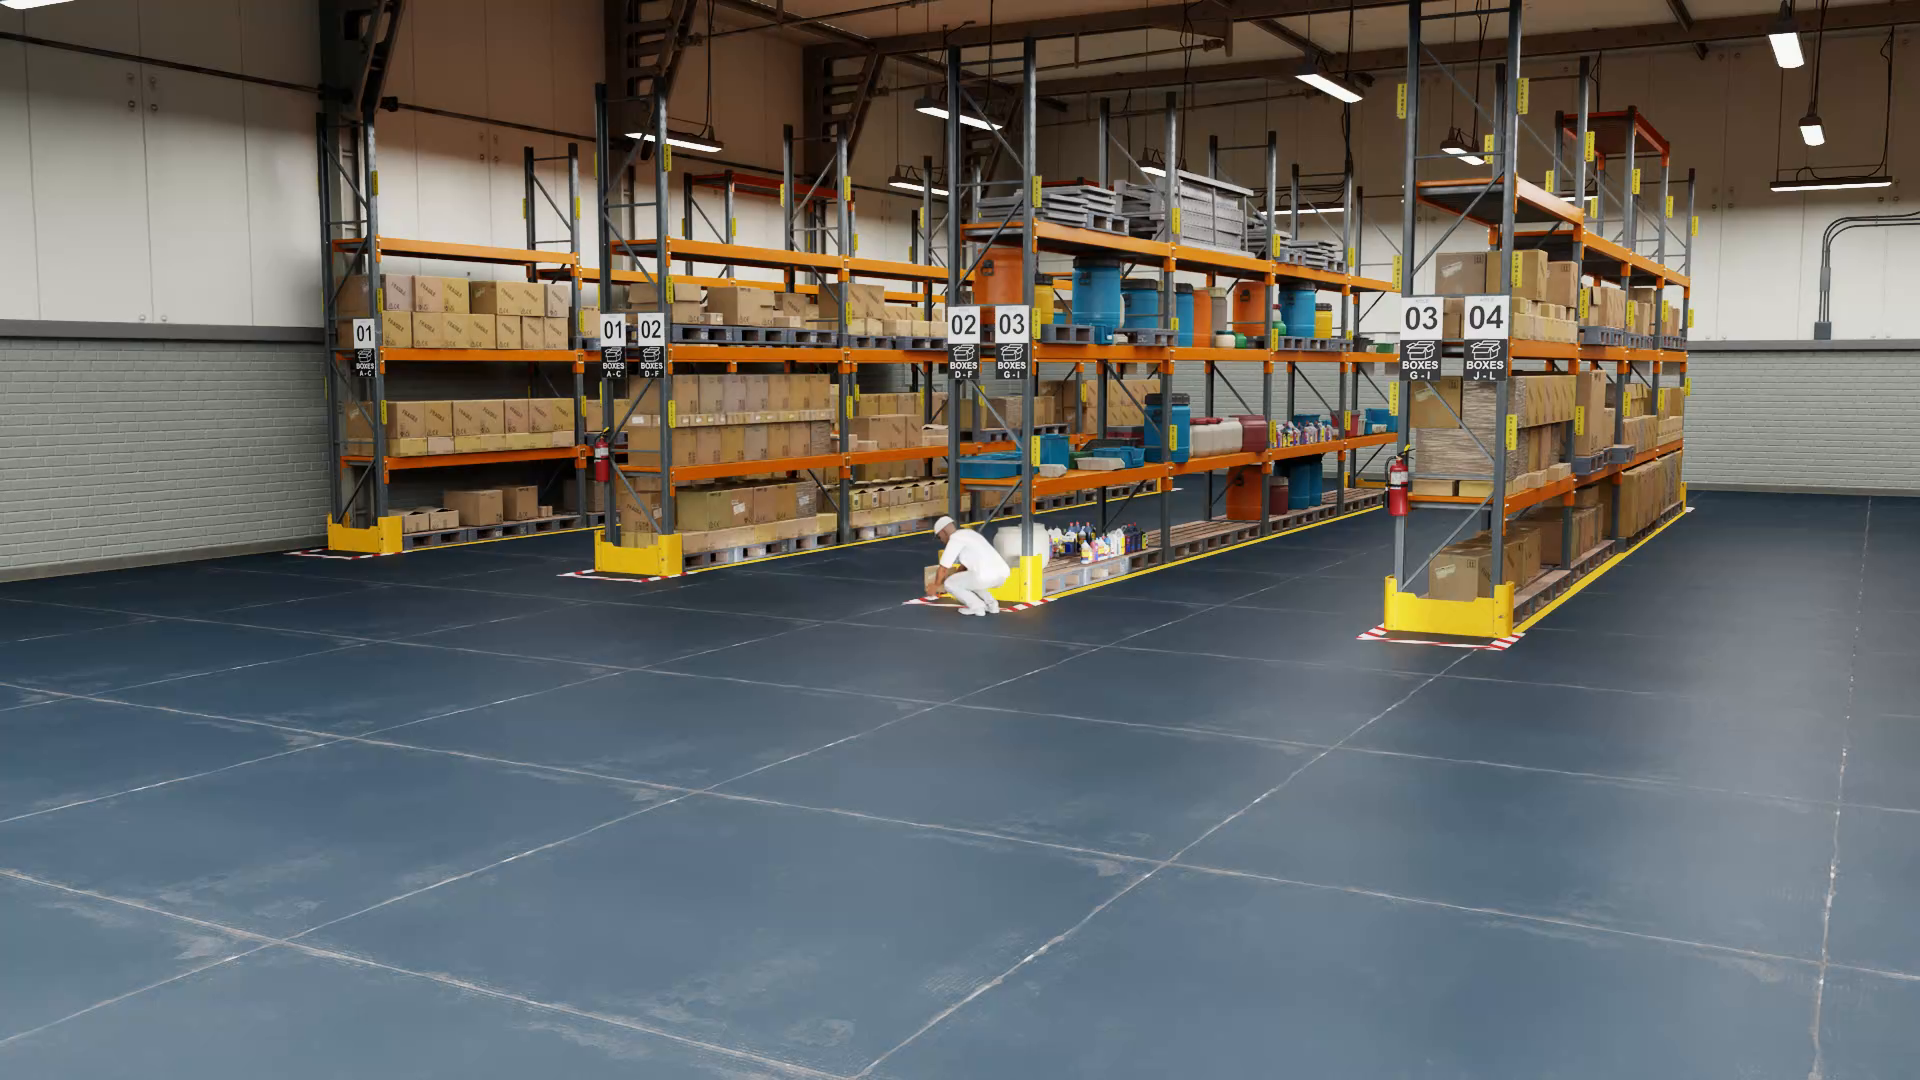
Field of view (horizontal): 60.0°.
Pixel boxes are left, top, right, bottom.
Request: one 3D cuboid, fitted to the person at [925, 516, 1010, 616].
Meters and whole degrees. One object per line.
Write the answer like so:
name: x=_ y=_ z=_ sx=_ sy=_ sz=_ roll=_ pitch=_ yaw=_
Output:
person: x=0.057 y=0.261 z=17.279 sx=0.911 sy=1.000 sz=0.575 roll=4 pitch=7 yaw=36
